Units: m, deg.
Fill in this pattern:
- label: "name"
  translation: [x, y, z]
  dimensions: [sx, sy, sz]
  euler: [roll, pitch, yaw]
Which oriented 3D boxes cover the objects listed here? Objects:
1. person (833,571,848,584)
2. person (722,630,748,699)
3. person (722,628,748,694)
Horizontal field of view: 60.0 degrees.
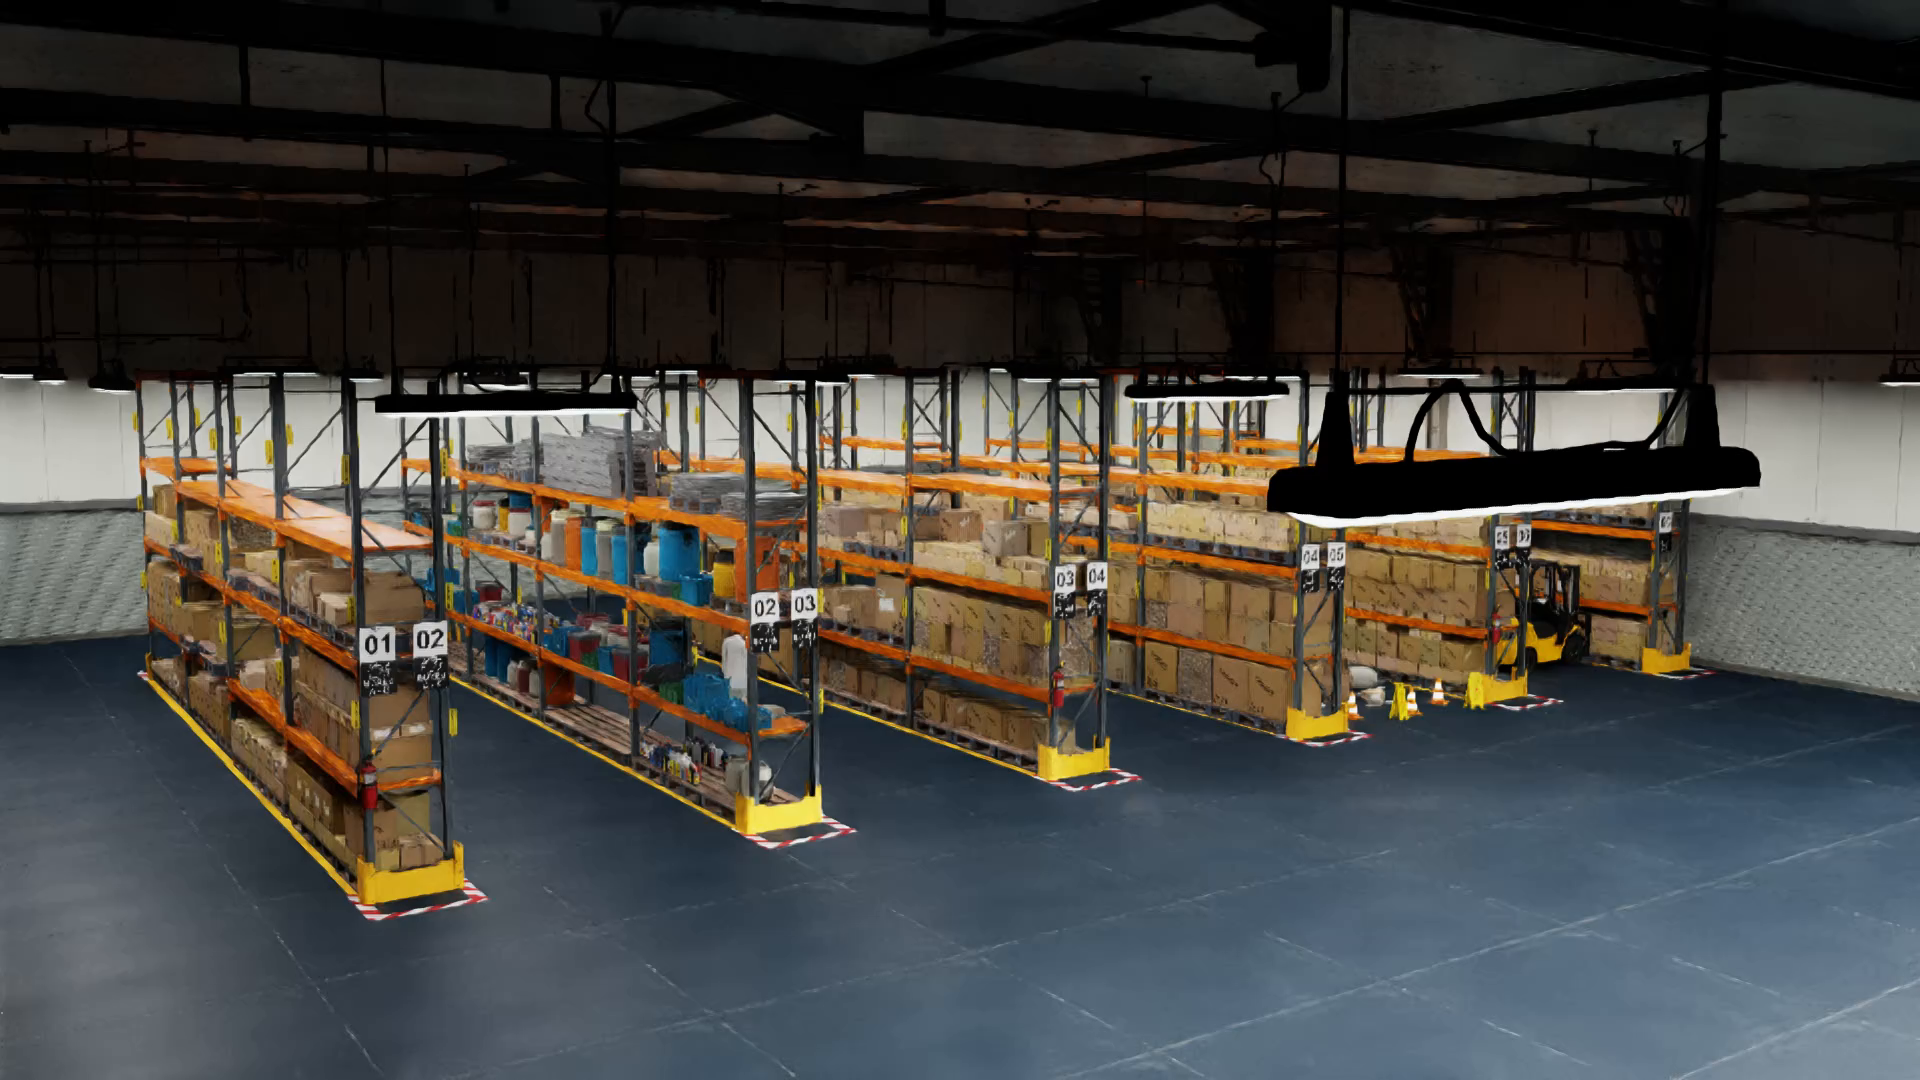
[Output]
- label: "person"
  translation: [-3.027, 0.583, 42.972]
  dimensions: [0.566, 1.780, 0.722]
  euler: [1, 6, 7]
- label: "person"
  translation: [-3.720, 2.271, 28.008]
  dimensions: [0.654, 1.787, 0.522]
  euler: [4, 7, 30]
- label: "person"
  translation: [-4.194, 2.098, 30.907]
  dimensions: [0.417, 1.480, 1.037]
  euler: [-4, 8, -31]
